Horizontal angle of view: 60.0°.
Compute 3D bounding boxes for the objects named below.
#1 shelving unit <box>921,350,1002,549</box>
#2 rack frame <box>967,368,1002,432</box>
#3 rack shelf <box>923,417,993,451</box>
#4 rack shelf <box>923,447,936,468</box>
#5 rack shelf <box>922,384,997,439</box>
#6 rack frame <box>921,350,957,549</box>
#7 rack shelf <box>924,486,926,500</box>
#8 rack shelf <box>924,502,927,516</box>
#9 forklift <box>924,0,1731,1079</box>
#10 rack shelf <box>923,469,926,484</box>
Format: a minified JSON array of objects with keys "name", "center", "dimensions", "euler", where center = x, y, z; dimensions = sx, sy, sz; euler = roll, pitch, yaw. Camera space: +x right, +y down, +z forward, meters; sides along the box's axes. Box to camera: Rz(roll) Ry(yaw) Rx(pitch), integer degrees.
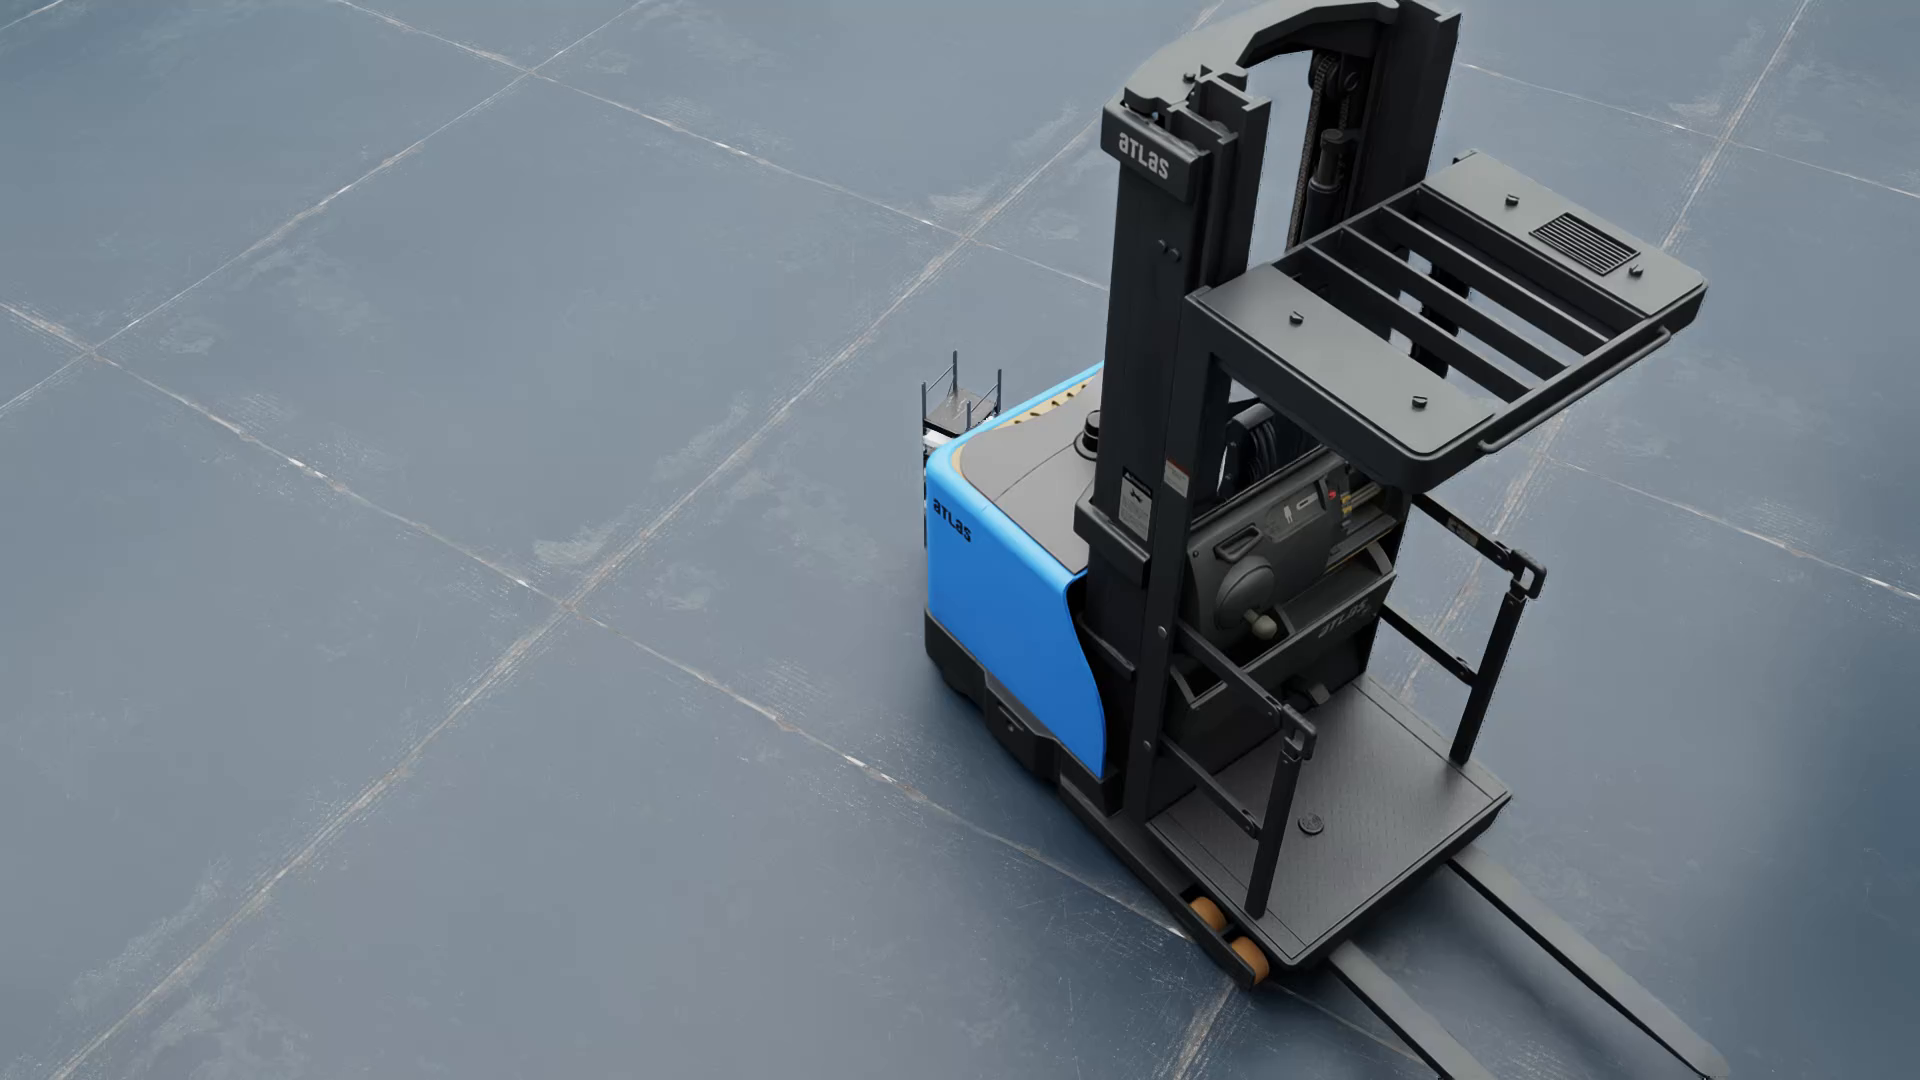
[{"name":"shelving unit","center":[0.007,-0.310,6.646],"dimensions":[0.210,0.900,0.258],"euler":[25,51,22]},{"name":"rack frame","center":[0.092,-0.271,6.608],"dimensions":[0.006,0.900,0.240],"euler":[25,51,22]},{"name":"rack shelf","center":[0.007,-0.413,6.541],"dimensions":[0.200,0.077,0.258],"euler":[25,51,22]},{"name":"rack shelf","center":[0.007,-0.350,6.605],"dimensions":[0.200,0.077,0.258],"euler":[25,51,22]},{"name":"rack shelf","center":[0.007,-0.475,6.476],"dimensions":[0.200,0.077,0.258],"euler":[25,51,22]},{"name":"rack frame","center":[-0.079,-0.350,6.684],"dimensions":[0.006,0.900,0.240],"euler":[25,51,22]},{"name":"rack shelf","center":[0.007,-0.225,6.734],"dimensions":[0.200,0.077,0.258],"euler":[25,51,22]},{"name":"rack shelf","center":[0.007,-0.162,6.799],"dimensions":[0.200,0.077,0.258],"euler":[25,51,22]},{"name":"forklift","center":[1.166,0.052,4.878],"dimensions":[1.130,2.935,3.031],"euler":[-29,53,-25]},{"name":"rack shelf","center":[0.007,-0.287,6.670],"dimensions":[0.200,0.077,0.258],"euler":[25,51,22]}]
